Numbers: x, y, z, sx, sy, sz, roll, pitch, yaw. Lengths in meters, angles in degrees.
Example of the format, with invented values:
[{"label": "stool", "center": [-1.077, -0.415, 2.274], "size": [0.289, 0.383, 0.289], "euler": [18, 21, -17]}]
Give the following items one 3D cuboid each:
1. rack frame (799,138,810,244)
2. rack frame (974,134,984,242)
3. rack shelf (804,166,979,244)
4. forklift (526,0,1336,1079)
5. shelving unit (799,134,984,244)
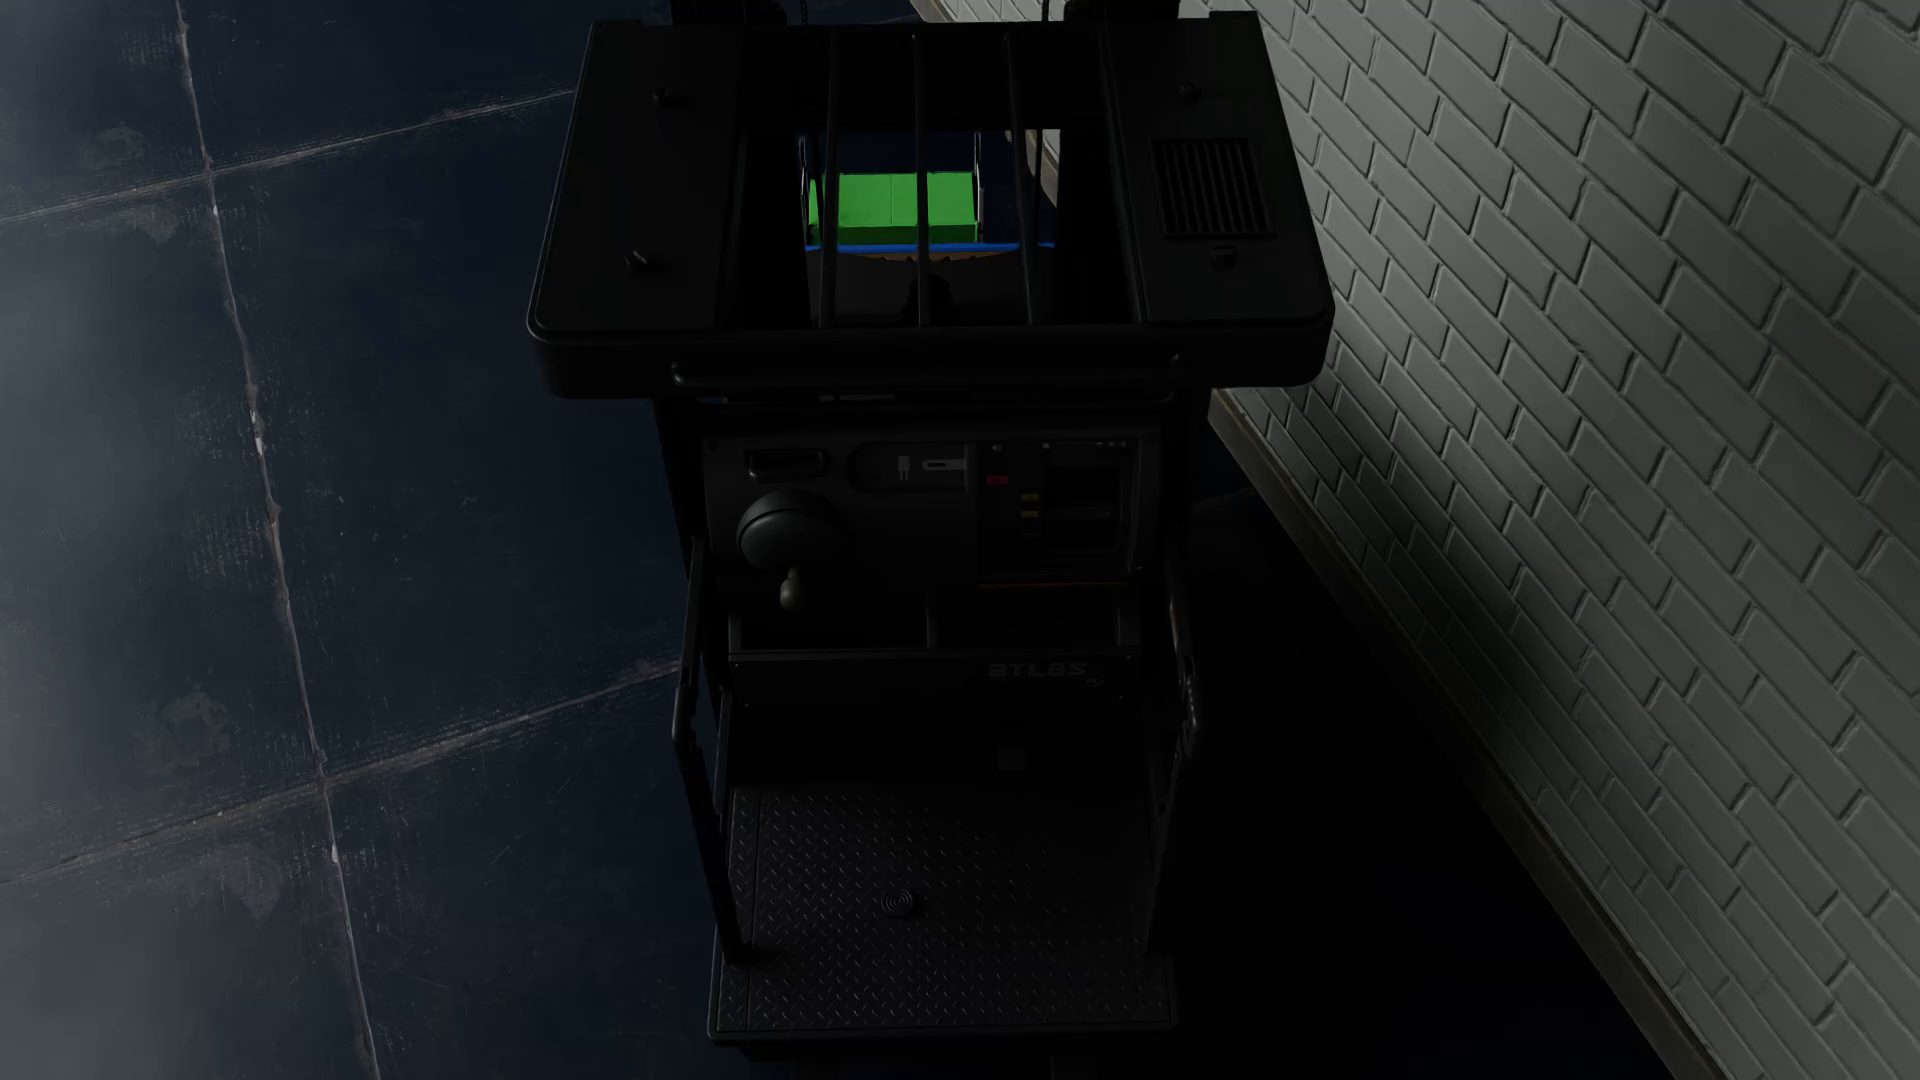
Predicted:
[{"label": "rack frame", "center": [-0.435, -0.637, 5.006], "size": [0.015, 1.200, 0.240], "euler": [-2, 49, -1]}, {"label": "rack frame", "center": [0.053, -0.650, 5.017], "size": [0.015, 1.200, 0.240], "euler": [-2, 49, -1]}, {"label": "rack shelf", "center": [-0.191, -0.915, 4.696], "size": [0.480, 0.148, 0.258], "euler": [-2, 49, -1]}, {"label": "forklift", "center": [-0.048, 0.048, 3.276], "size": [1.130, 2.935, 3.031], "euler": [-1, 49, -1]}, {"label": "shelving unit", "center": [-0.191, -0.644, 5.012], "size": [0.503, 1.200, 0.258], "euler": [-2, 49, -1]}]
